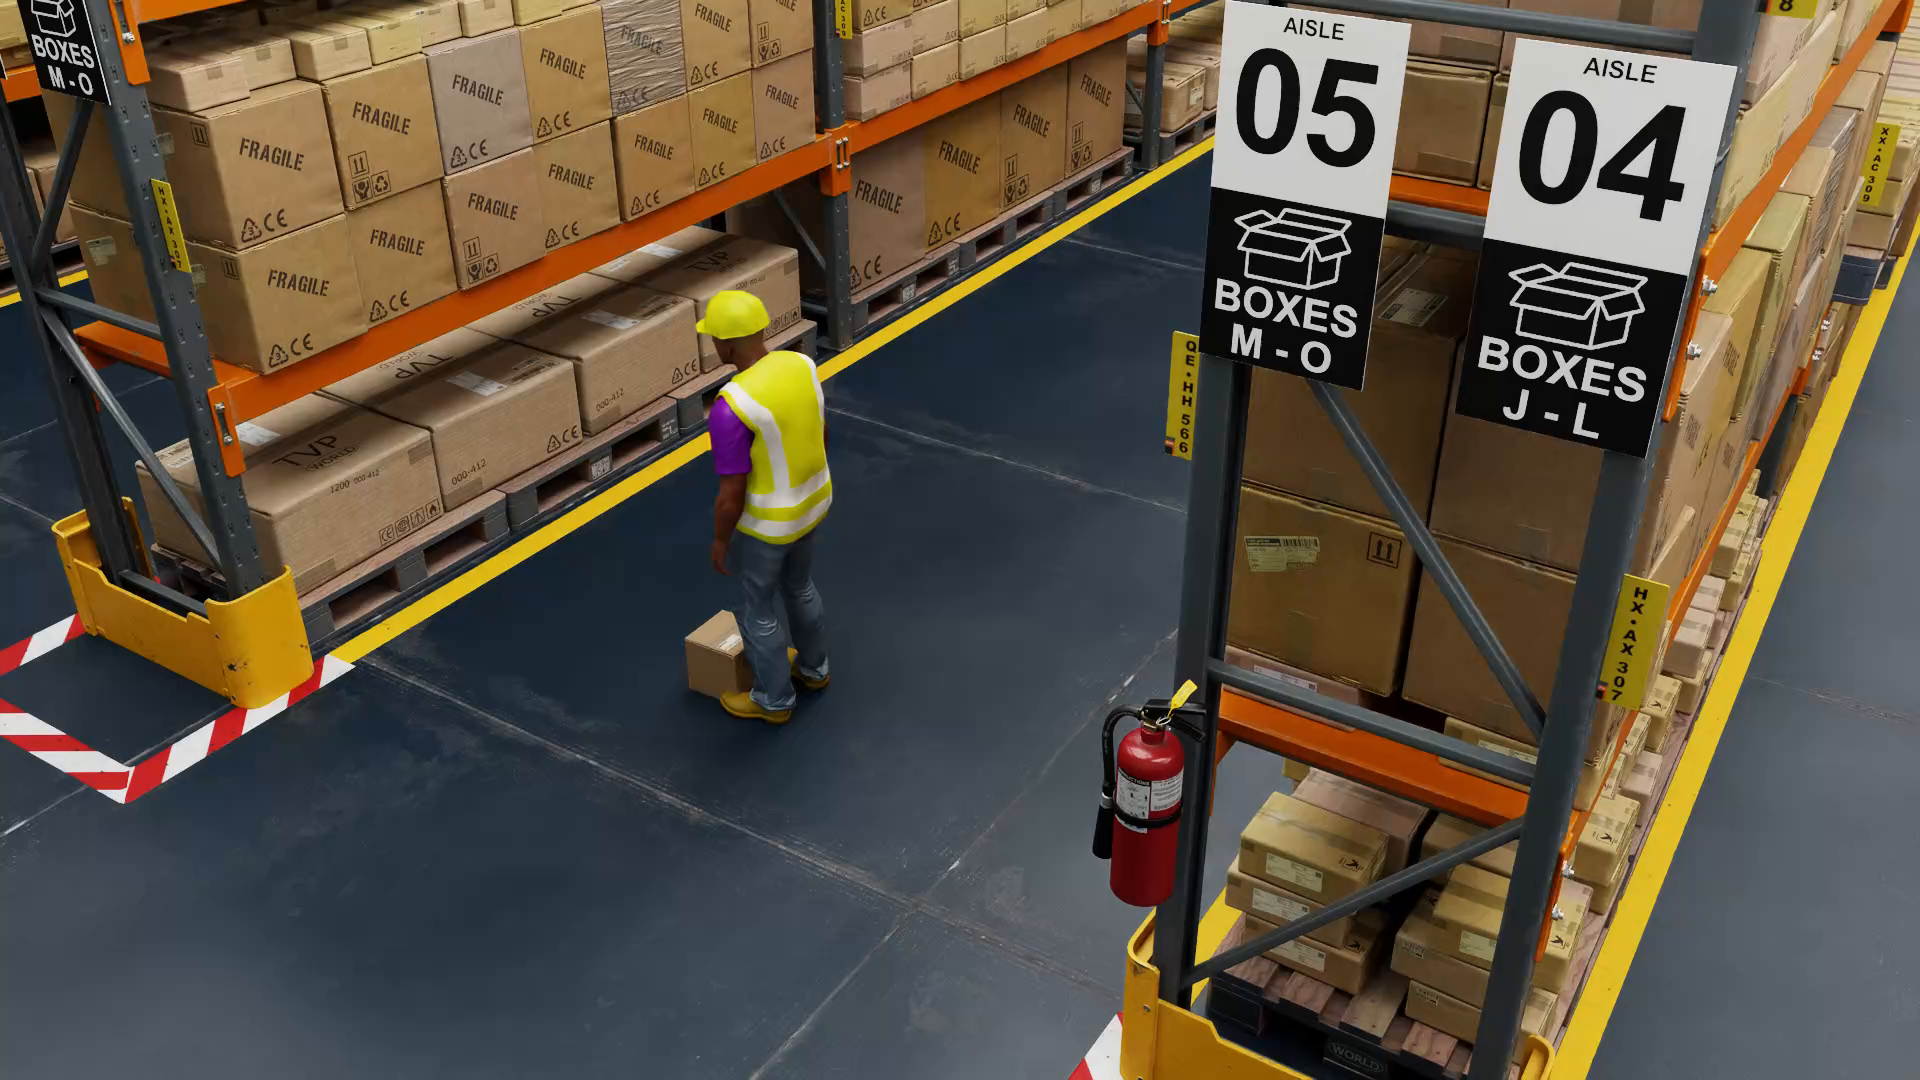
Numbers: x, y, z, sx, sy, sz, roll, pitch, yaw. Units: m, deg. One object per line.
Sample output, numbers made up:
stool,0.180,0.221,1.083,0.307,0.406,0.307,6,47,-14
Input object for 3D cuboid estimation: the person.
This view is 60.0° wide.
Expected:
person,-0.732,-0.114,6.312,0.461,1.756,0.625,17,34,27
